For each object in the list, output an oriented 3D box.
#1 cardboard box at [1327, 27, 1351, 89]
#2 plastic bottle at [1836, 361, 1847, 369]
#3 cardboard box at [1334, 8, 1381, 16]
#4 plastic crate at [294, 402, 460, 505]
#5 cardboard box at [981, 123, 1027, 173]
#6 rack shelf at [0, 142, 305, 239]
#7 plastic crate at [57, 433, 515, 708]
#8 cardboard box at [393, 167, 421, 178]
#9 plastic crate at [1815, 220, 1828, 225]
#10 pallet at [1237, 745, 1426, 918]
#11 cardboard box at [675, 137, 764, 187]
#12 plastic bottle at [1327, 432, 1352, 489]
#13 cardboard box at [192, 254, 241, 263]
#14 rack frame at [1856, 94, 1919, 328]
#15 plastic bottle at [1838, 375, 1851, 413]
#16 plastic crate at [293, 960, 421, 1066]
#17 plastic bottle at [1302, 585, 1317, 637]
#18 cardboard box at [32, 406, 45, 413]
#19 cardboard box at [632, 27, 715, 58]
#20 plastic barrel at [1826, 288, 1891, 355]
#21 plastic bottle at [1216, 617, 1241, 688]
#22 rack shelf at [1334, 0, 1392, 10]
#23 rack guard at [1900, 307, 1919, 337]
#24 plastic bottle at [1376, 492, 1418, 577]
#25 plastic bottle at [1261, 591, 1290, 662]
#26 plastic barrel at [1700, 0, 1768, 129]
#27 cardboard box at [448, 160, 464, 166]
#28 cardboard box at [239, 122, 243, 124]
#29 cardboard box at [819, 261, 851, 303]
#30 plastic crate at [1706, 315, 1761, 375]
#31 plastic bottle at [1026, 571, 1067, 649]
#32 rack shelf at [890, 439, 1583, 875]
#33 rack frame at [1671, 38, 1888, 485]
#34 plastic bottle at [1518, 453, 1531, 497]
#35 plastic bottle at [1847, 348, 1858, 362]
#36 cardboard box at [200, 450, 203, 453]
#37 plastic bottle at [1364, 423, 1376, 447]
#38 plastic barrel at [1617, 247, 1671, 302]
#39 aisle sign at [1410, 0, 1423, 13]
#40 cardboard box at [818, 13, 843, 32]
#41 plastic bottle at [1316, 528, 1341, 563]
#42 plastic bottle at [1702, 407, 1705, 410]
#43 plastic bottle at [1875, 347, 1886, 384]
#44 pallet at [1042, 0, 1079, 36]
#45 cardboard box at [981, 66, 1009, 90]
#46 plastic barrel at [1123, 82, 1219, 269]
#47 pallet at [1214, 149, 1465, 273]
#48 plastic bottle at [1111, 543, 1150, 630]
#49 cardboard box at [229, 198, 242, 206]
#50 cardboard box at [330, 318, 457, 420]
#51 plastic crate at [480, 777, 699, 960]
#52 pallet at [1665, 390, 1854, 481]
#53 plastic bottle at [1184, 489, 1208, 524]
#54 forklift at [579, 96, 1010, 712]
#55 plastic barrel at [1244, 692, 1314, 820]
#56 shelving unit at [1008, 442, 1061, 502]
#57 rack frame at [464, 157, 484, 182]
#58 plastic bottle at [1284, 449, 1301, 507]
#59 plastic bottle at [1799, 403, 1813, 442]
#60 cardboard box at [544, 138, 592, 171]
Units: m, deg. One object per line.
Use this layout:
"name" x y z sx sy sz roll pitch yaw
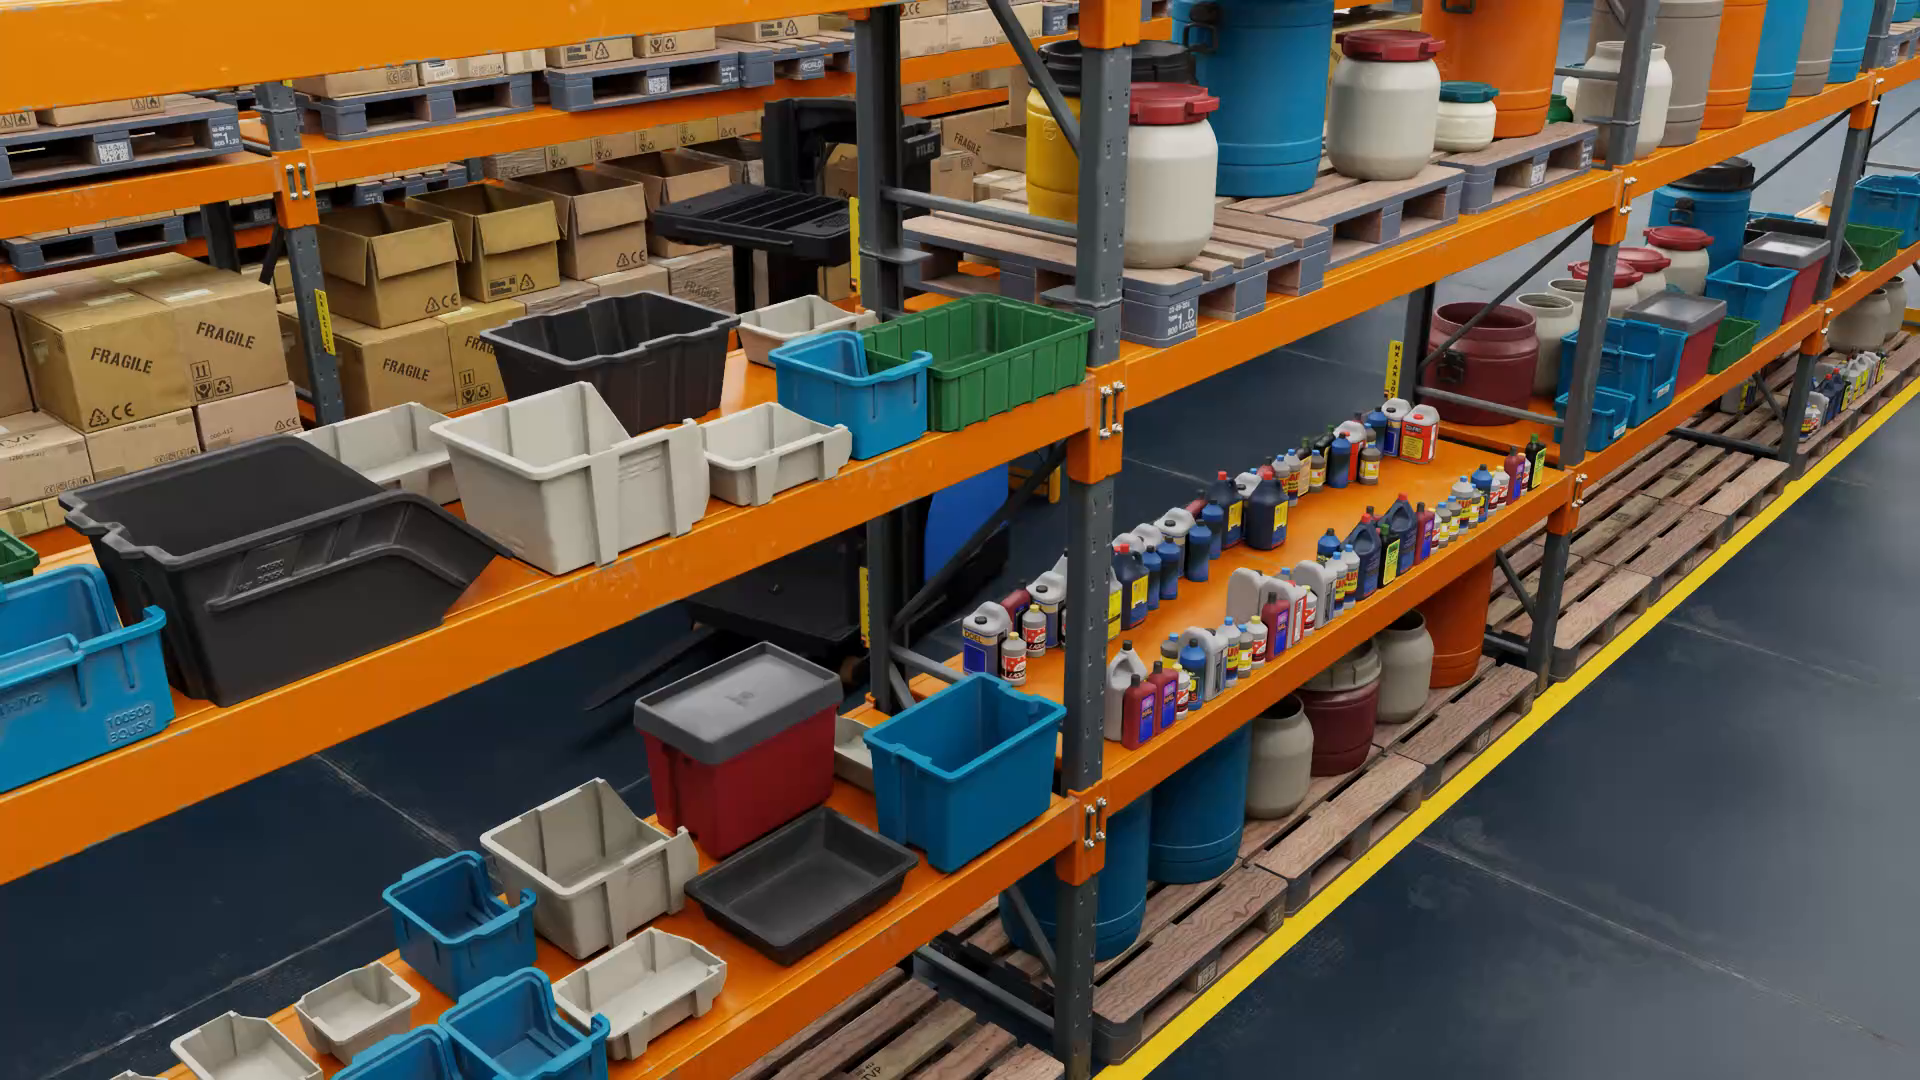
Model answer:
"cardboard box" 3.209 -4.419 15.231 0.500 0.500 0.500 20 31 38
"plastic bottle" 6.800 -1.281 12.823 0.097 0.201 0.097 0 24 0
"cardboard box" 3.827 -5.016 16.563 0.500 0.500 0.500 20 31 38
"plastic crate" -1.399 -0.190 4.164 0.437 0.136 0.530 20 31 38
"cardboard box" 0.639 -2.938 12.998 0.637 0.503 0.797 -20 31 -38
"rack shelf" -4.947 -1.247 7.077 1.077 0.370 4.000 20 31 38
"plastic crate" -1.369 0.025 3.438 0.504 0.338 0.767 20 31 38
"cardboard box" -4.722 -3.146 13.893 0.380 0.149 0.250 20 31 37
"plastic crate" 6.311 -2.344 12.634 0.530 0.136 0.437 20 31 38
"pallet" 1.437 1.212 7.789 1.003 0.211 1.213 20 31 38
"cardboard box" -1.442 -2.319 10.908 0.797 0.503 0.637 21 32 39
"plastic bottle" 1.855 -0.394 8.120 0.097 0.271 0.097 0 24 0
"cardboard box" -6.234 -2.208 13.633 0.500 0.250 0.500 19 30 35
"rack frame" 8.085 -3.119 14.041 1.000 3.000 0.127 20 31 38
"plastic bottle" 6.531 -1.091 12.299 0.061 0.283 0.133 22 32 40
"plastic crate" -1.628 1.279 4.479 0.298 0.136 0.250 20 31 38
"plastic bottle" 1.385 0.280 6.701 0.097 0.201 0.097 0 24 0
"cardboard box" -4.456 -0.661 8.378 0.500 0.250 0.500 20 31 37
"cardboard box" -1.806 -3.148 9.802 0.500 0.500 0.500 22 32 40
"plastic barrel" 7.369 -1.802 13.629 0.421 0.512 0.421 0 24 0
"plastic bottle" 1.011 0.419 6.306 0.097 0.271 0.097 0 24 0
"rack shelf" 3.062 -4.903 15.232 1.077 0.370 4.000 20 31 38
"rack guard" 8.070 -1.943 14.472 1.175 0.500 0.348 20 31 38
"plastic bottle" 1.894 -0.034 7.221 0.144 0.351 0.185 20 31 38
"plastic bottle" 1.232 0.324 6.503 0.061 0.283 0.133 20 31 38
"plastic barrel" 3.892 -2.637 8.773 0.600 0.830 0.708 20 31 38
"cardboard box" -4.468 -3.676 15.159 0.500 0.500 0.500 20 31 38
"cardboard box" -5.897 -3.279 13.464 0.380 0.149 0.250 21 32 39
"cardboard box" -1.087 -1.862 11.114 0.500 0.500 0.500 21 32 39
"plastic crate" 4.464 -1.196 10.011 0.450 0.188 0.662 20 31 38
"plastic bottle" 0.343 0.274 6.625 0.152 0.276 0.135 20 31 38
"rack shelf" 1.411 0.256 7.393 1.077 0.370 4.000 20 31 38
"rack frame" 5.416 -1.901 11.323 1.000 3.000 0.127 20 31 38
"plastic bottle" 2.703 -0.321 8.043 0.097 0.201 0.097 0 24 0
"plastic bottle" 6.918 -1.361 12.901 0.061 0.283 0.133 20 31 38
"cardboard box" -3.743 -0.440 8.372 0.380 0.149 0.250 21 32 38
"plastic bottle" 2.054 -0.490 8.420 0.097 0.201 0.097 0 24 0
"plastic barrel" 4.124 -1.508 10.280 0.433 0.535 0.433 0 24 0
"aisle sign" 4.662 -5.595 16.385 0.394 0.787 0.004 20 31 38
"cardboard box" -0.808 -3.546 11.510 0.500 0.250 0.500 20 31 38
"plastic bottle" 1.562 0.079 7.064 0.097 0.271 0.097 0 24 0
"plastic bottle" 5.491 -1.099 12.316 0.061 0.283 0.133 22 32 40
"plastic bottle" 7.122 -1.361 12.901 0.061 0.283 0.133 21 32 39
"pallet" 0.546 -4.060 12.702 1.213 0.211 1.003 20 31 38
"cardboard box" 0.206 -5.626 19.449 0.875 0.550 0.550 20 31 38
"plastic barrel" 0.615 -1.178 5.364 0.433 0.535 0.433 0 24 0
"pallet" 1.282 -1.358 6.676 1.003 0.211 1.213 20 31 38
"plastic bottle" 0.677 0.173 6.758 0.144 0.351 0.185 20 31 38
"cardboard box" -5.765 -2.672 12.836 0.380 0.149 0.250 19 31 37
"cardboard box" -3.119 -0.933 9.043 0.500 0.500 0.500 20 31 38
"plastic crate" -1.080 0.978 4.973 0.437 0.282 0.530 20 31 38
"pallet" 5.895 -0.821 12.324 1.003 0.211 1.213 20 31 38
"plastic bottle" 1.044 -0.078 7.400 0.061 0.283 0.133 20 31 38
"forklift" -0.865 -0.760 8.862 1.130 2.935 3.031 13 27 27
"plastic barrel" 1.368 0.956 7.479 0.421 0.512 0.421 0 24 0
"shelving unit" 0.149 -0.846 10.803 0.587 1.500 1.083 15 28 30
"rack frame" -4.568 -3.419 14.710 1.000 3.000 0.127 20 31 38
"plastic bottle" 1.567 -0.300 7.910 0.097 0.271 0.097 0 24 0
"plastic bottle" 5.955 -0.834 11.740 0.097 0.271 0.097 0 24 0
"cardboard box" -3.731 -3.684 15.178 0.500 0.500 0.500 20 31 37
